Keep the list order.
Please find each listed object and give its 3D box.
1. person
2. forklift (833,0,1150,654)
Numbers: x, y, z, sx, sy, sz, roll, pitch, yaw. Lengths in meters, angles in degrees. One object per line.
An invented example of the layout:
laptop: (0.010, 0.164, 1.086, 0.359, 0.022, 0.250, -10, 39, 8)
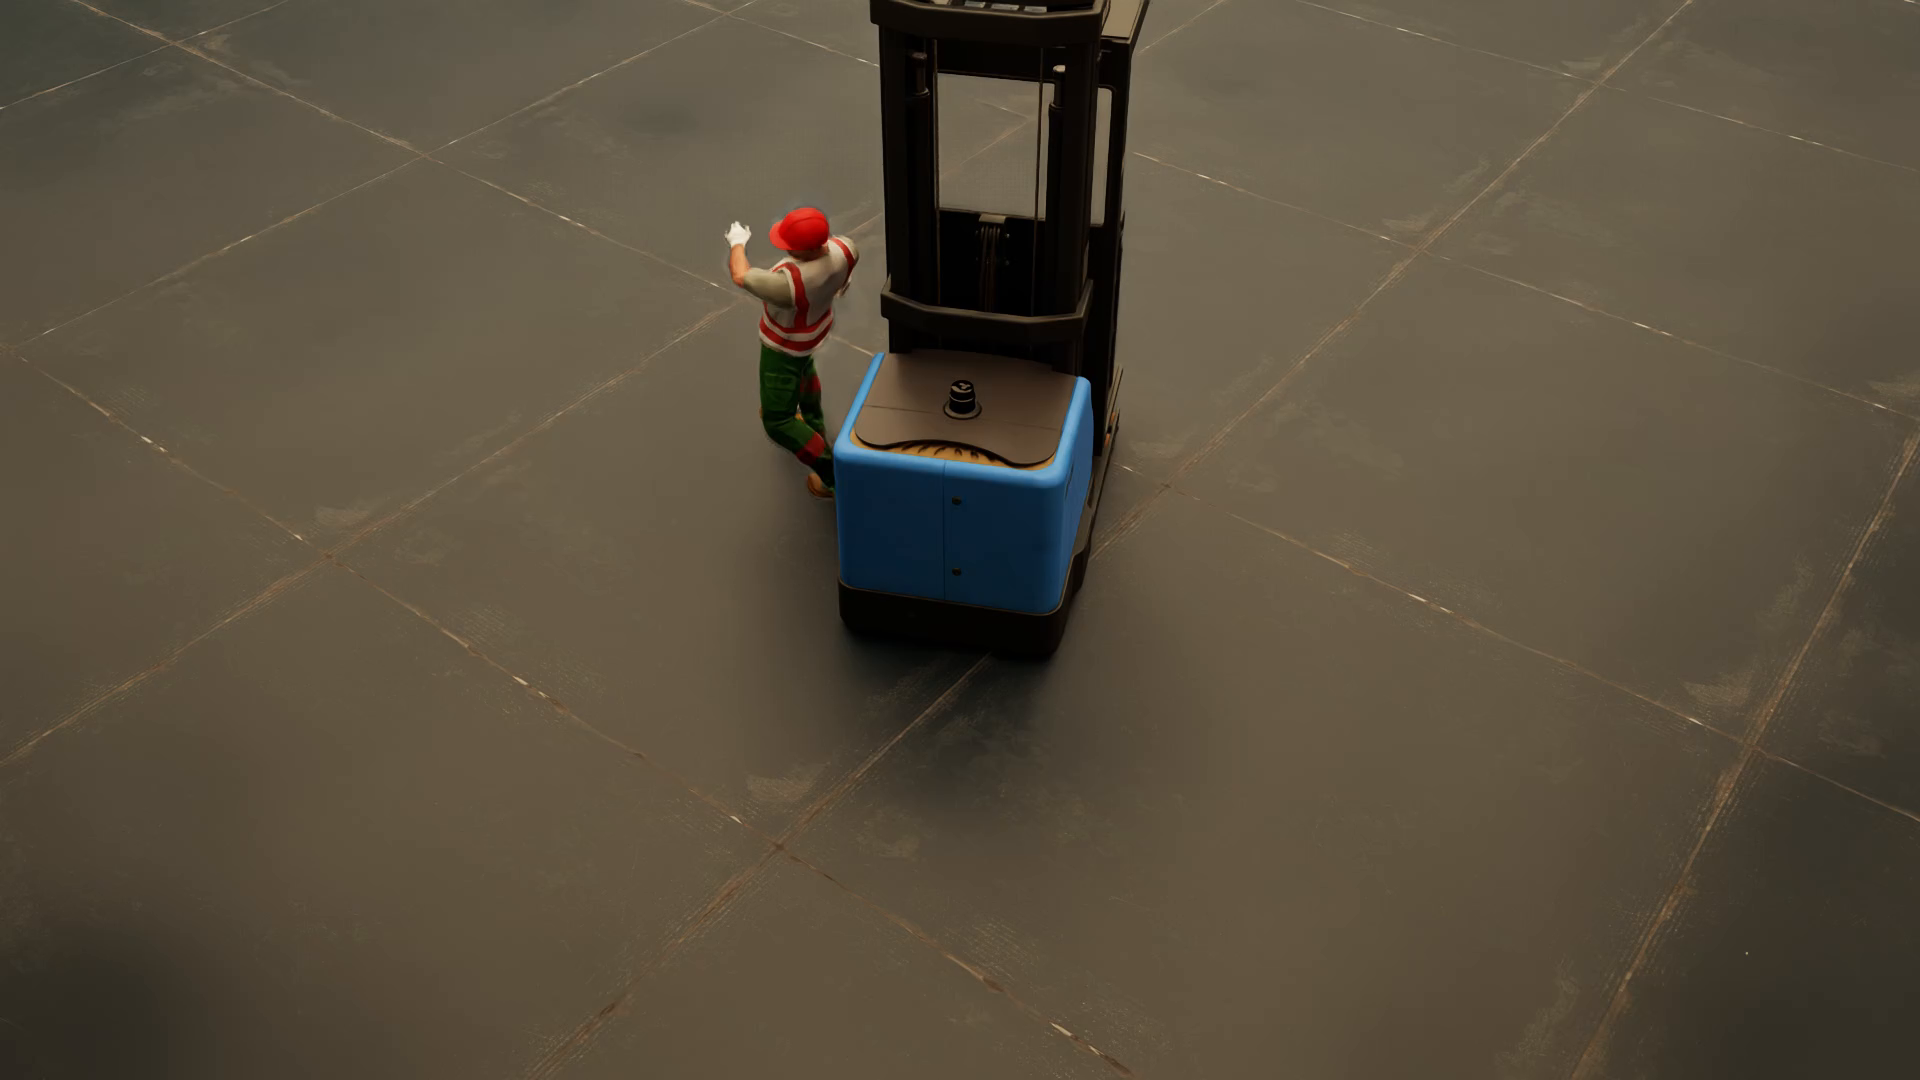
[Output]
person: (-0.777, -1.088, 8.351, 0.855, 1.602, 0.863, 16, 43, 18)
forklift: (0.244, -1.558, 7.901, 1.130, 2.935, 3.031, 8, 41, 9)
